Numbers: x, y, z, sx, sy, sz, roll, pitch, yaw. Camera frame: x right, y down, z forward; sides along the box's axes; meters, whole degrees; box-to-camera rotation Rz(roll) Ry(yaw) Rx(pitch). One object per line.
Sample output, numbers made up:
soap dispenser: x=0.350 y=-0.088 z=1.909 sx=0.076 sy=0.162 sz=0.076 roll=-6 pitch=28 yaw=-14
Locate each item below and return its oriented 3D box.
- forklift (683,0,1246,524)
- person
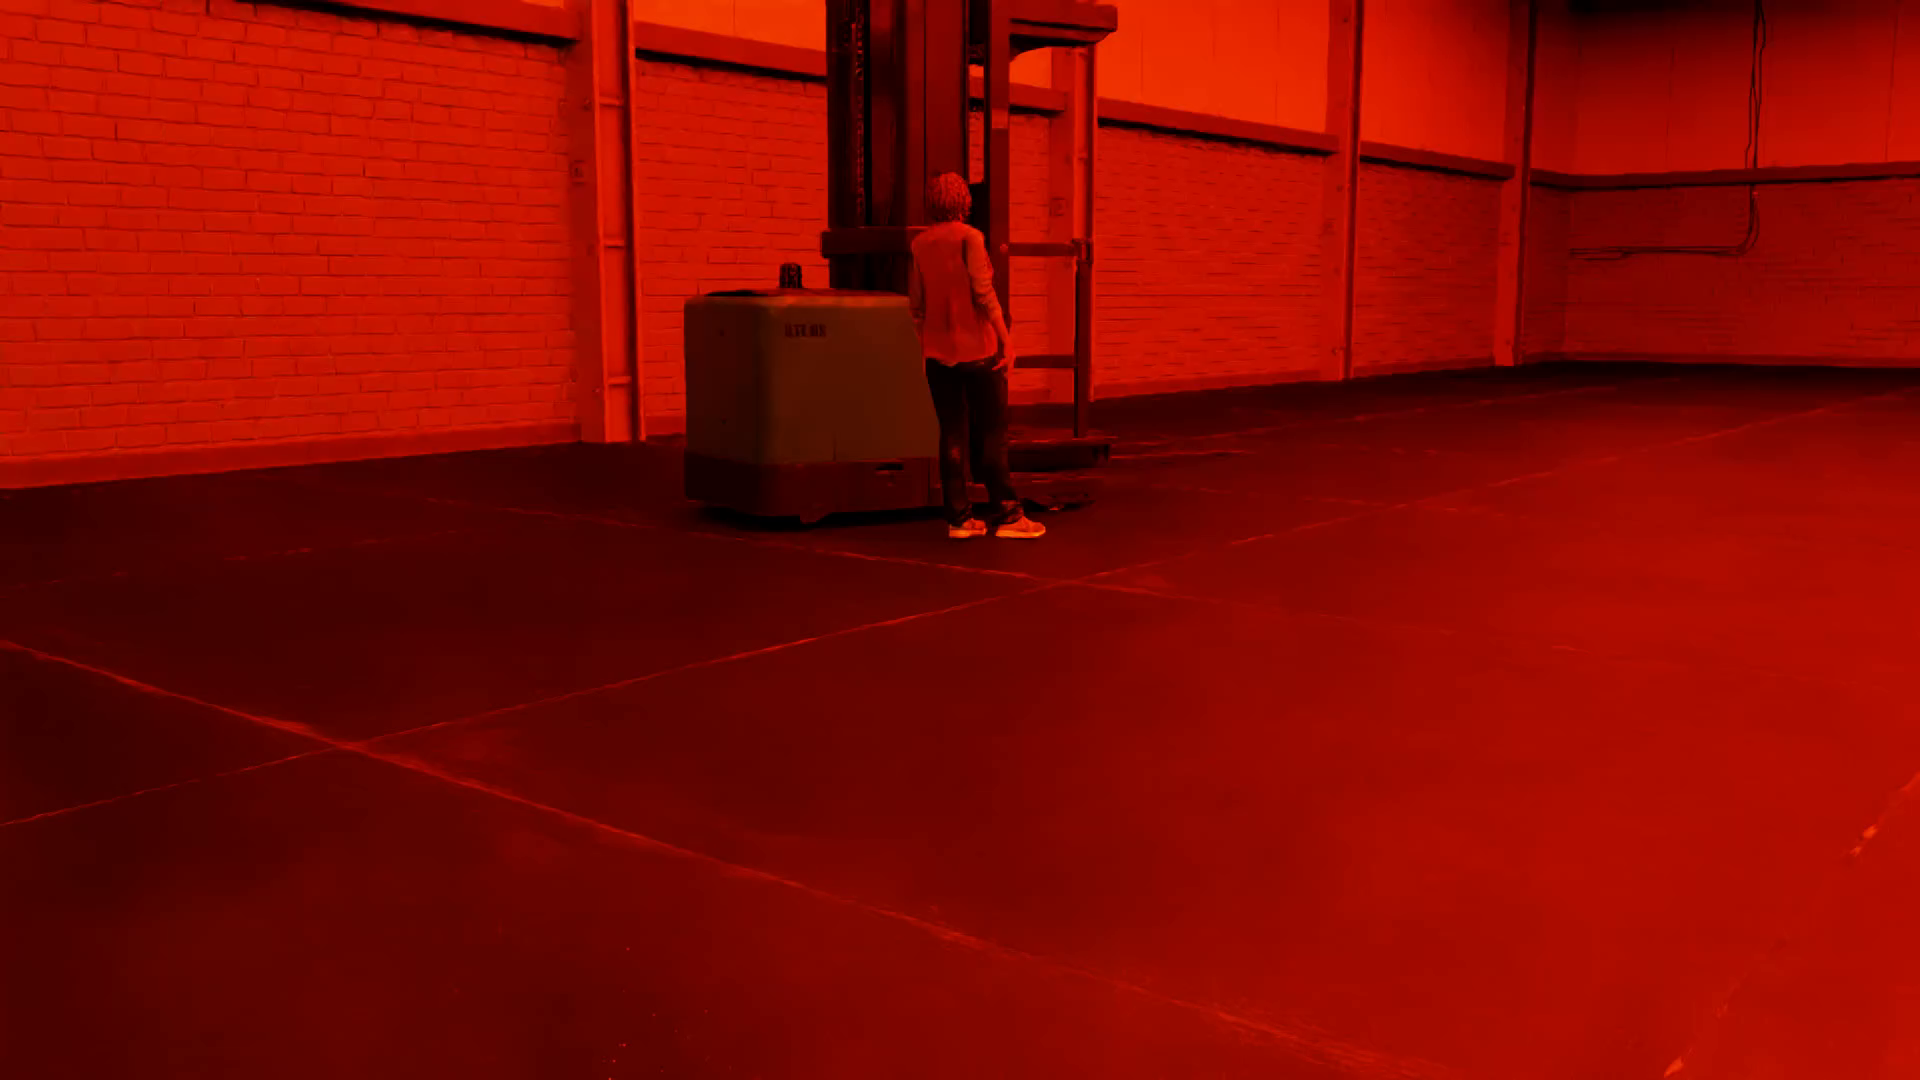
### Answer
forklift: x=0.132 y=-1.659 z=8.616 sx=3.031 sy=2.935 sz=1.130 roll=-5 pitch=10 yaw=-31
person: x=0.058 y=-0.804 z=7.337 sx=0.520 sy=1.597 sz=0.474 roll=7 pitch=11 yaw=38
